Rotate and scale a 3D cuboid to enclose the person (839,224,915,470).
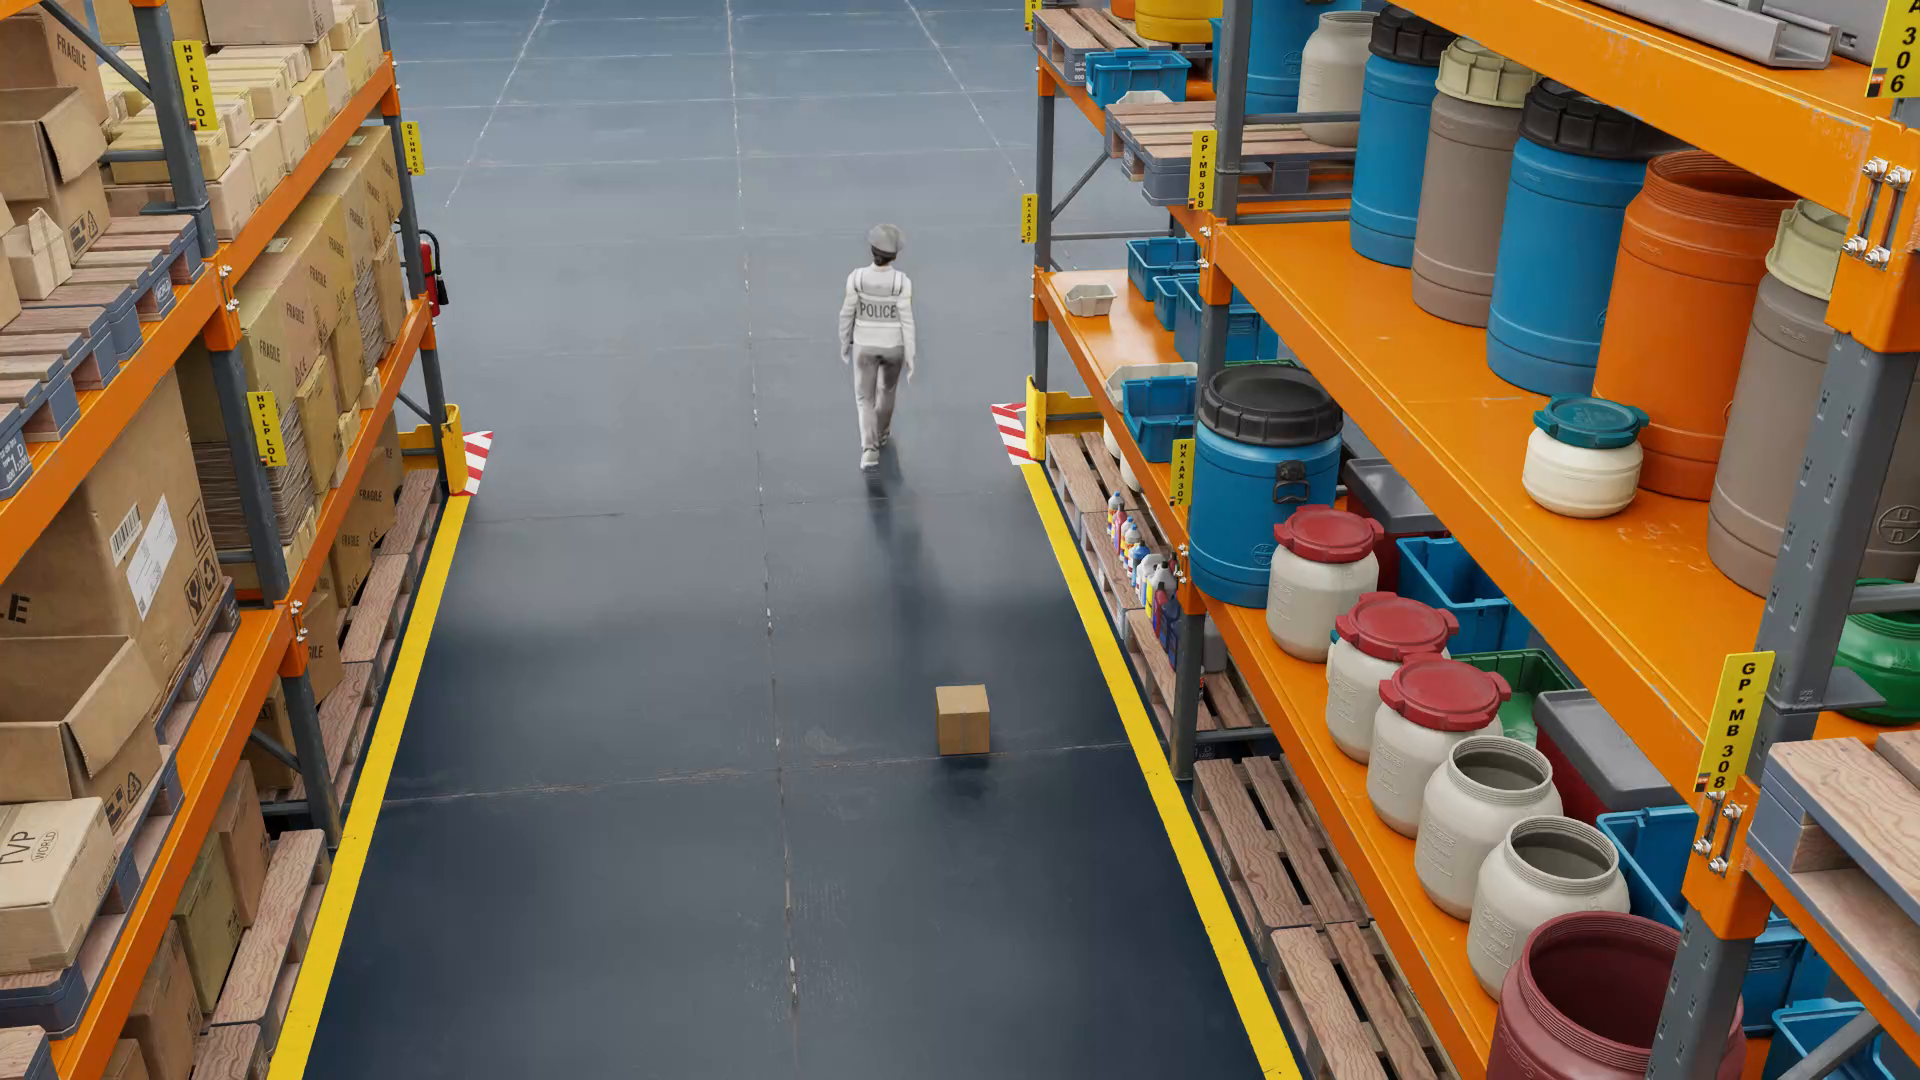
[{"bbox_3d":[-0.553,-1.290,11.093,0.505,1.637,0.942,-1,27,-2],"label":"person"}]
